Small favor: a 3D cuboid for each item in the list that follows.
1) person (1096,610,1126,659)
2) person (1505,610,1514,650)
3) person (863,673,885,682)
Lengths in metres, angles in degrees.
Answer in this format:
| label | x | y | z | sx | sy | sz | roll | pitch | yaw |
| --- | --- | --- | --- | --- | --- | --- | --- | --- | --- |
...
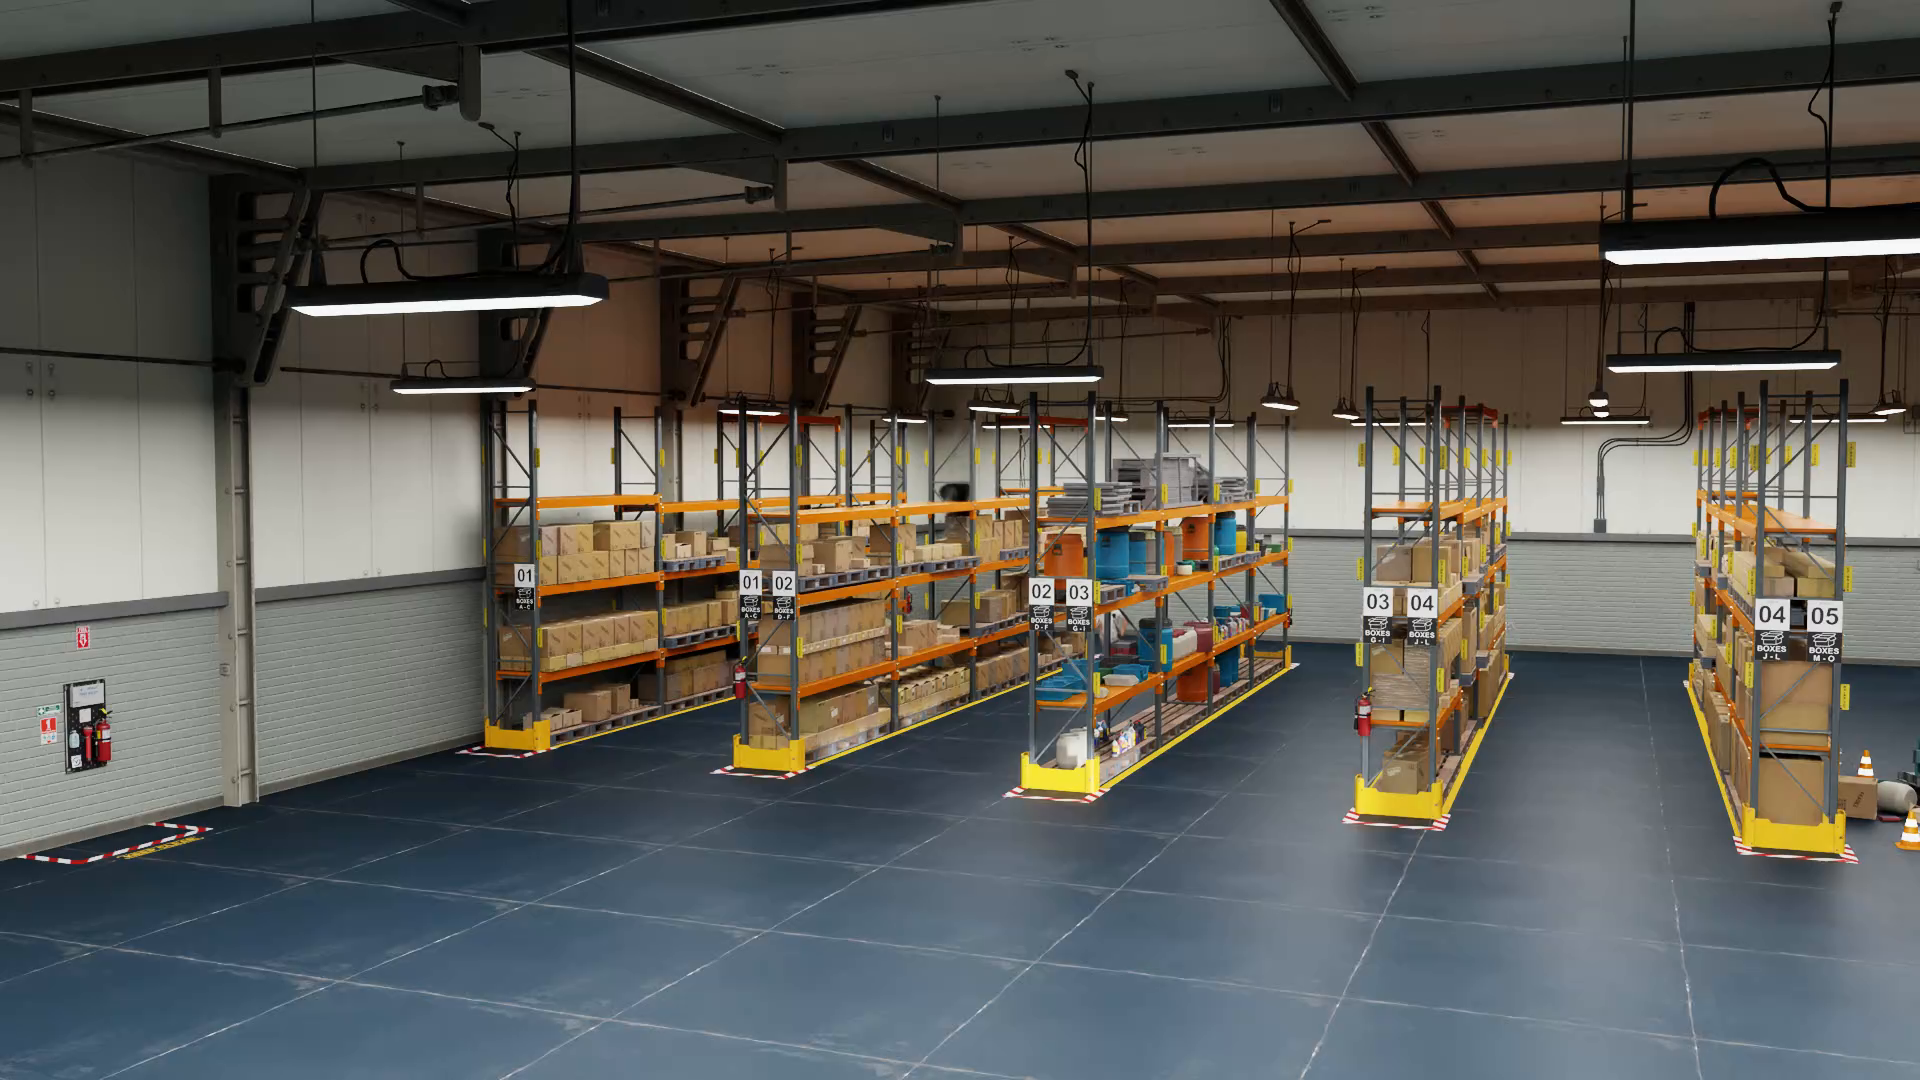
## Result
| label | x | y | z | sx | sy | sz | roll | pitch | yaw |
| --- | --- | --- | --- | --- | --- | --- | --- | --- | --- |
| person | 3.175 | 2.120 | 35.394 | 0.670 | 1.883 | 0.880 | 1 | 3 | 20 |
| person | 12.671 | 2.203 | 39.049 | 0.628 | 1.748 | 0.610 | -2 | 3 | -34 |
| person | -1.823 | 2.150 | 34.788 | 0.564 | 1.692 | 0.856 | 1 | 3 | 23 |
